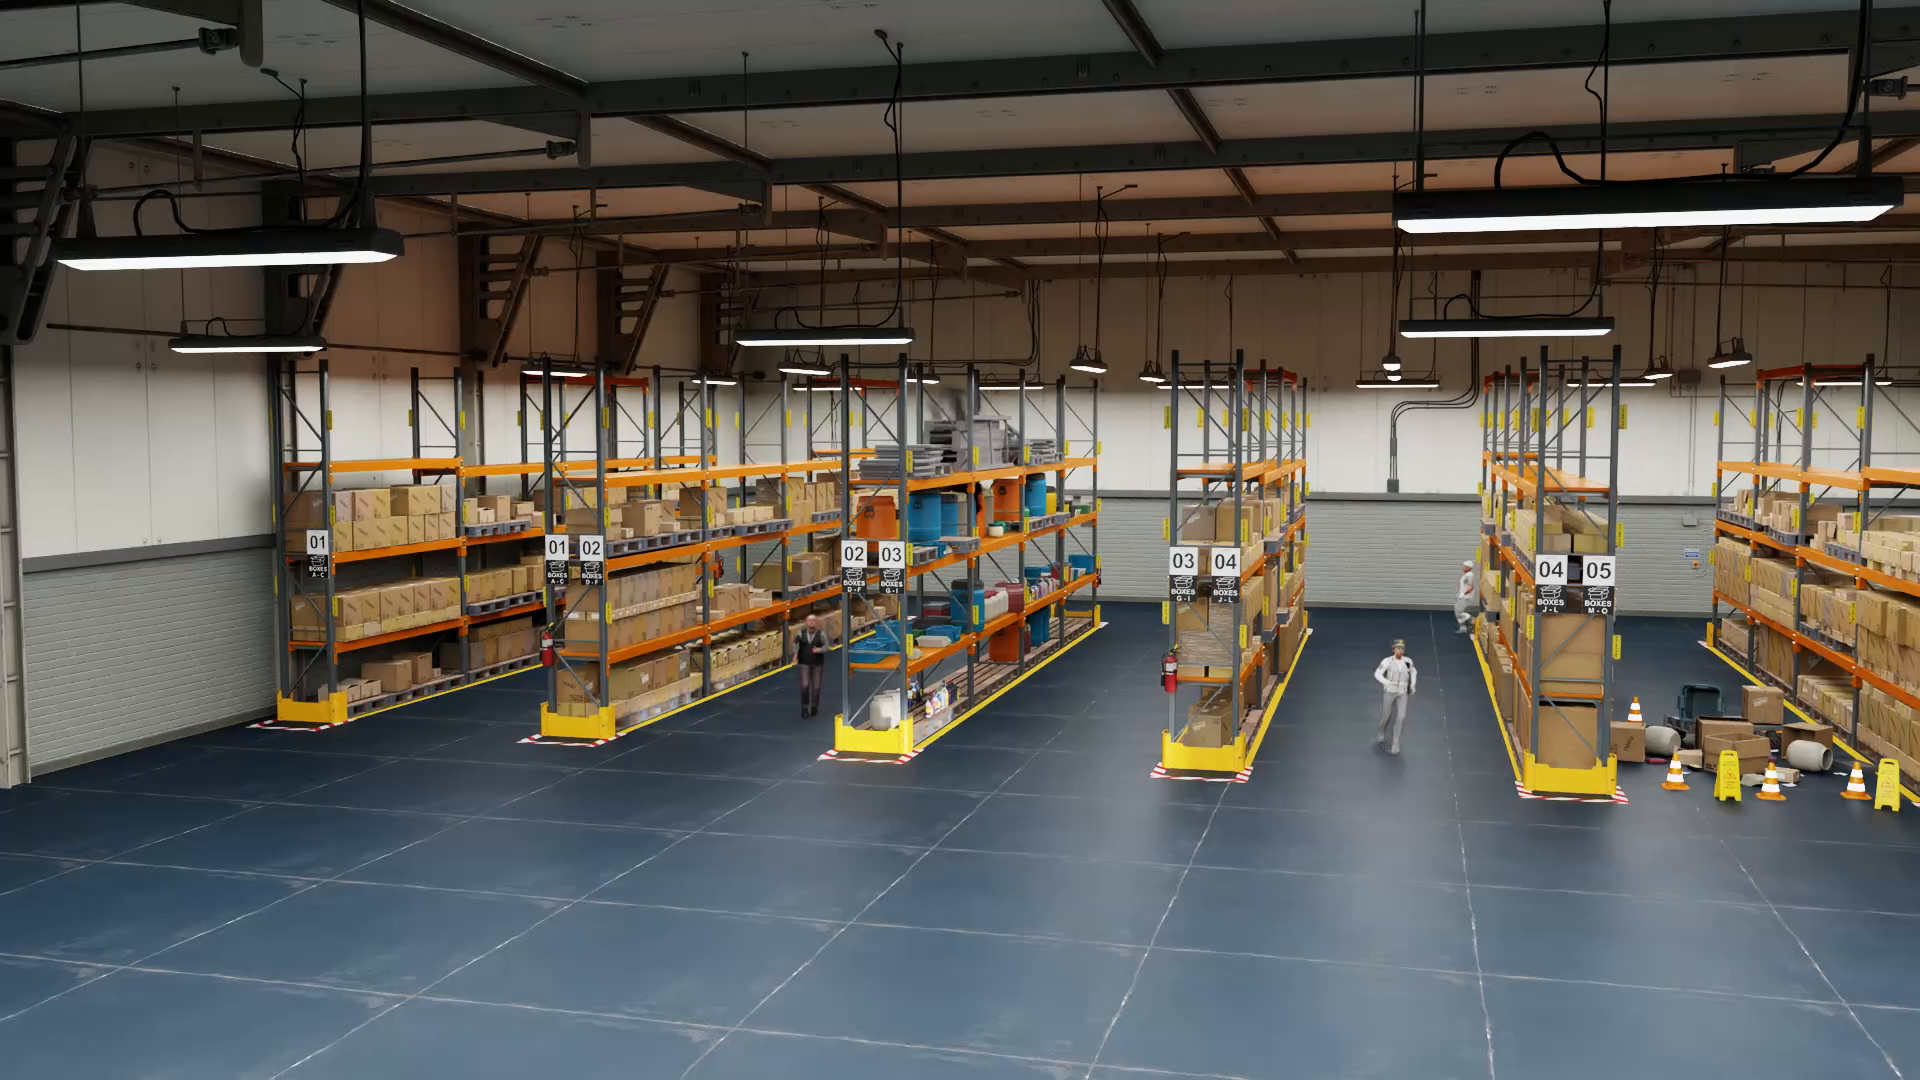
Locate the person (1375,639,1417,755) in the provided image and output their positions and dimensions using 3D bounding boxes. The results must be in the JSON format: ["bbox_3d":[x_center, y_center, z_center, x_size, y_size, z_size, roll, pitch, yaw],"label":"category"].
[{"bbox_3d":[6.622,2.339,25.229,0.657,1.688,0.947,0,4,6],"label":"person"}]

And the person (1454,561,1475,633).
[{"bbox_3d":[11.886,1.347,38.947,0.563,1.730,0.719,1,4,8],"label":"person"}]

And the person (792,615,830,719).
[{"bbox_3d":[-2.514,2.135,28.017,0.630,1.755,0.725,-1,4,-7],"label":"person"}]

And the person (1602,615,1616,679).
[{"bbox_3d":[12.045,1.867,31.446,0.684,1.749,0.751,0,4,3],"label":"person"}]
